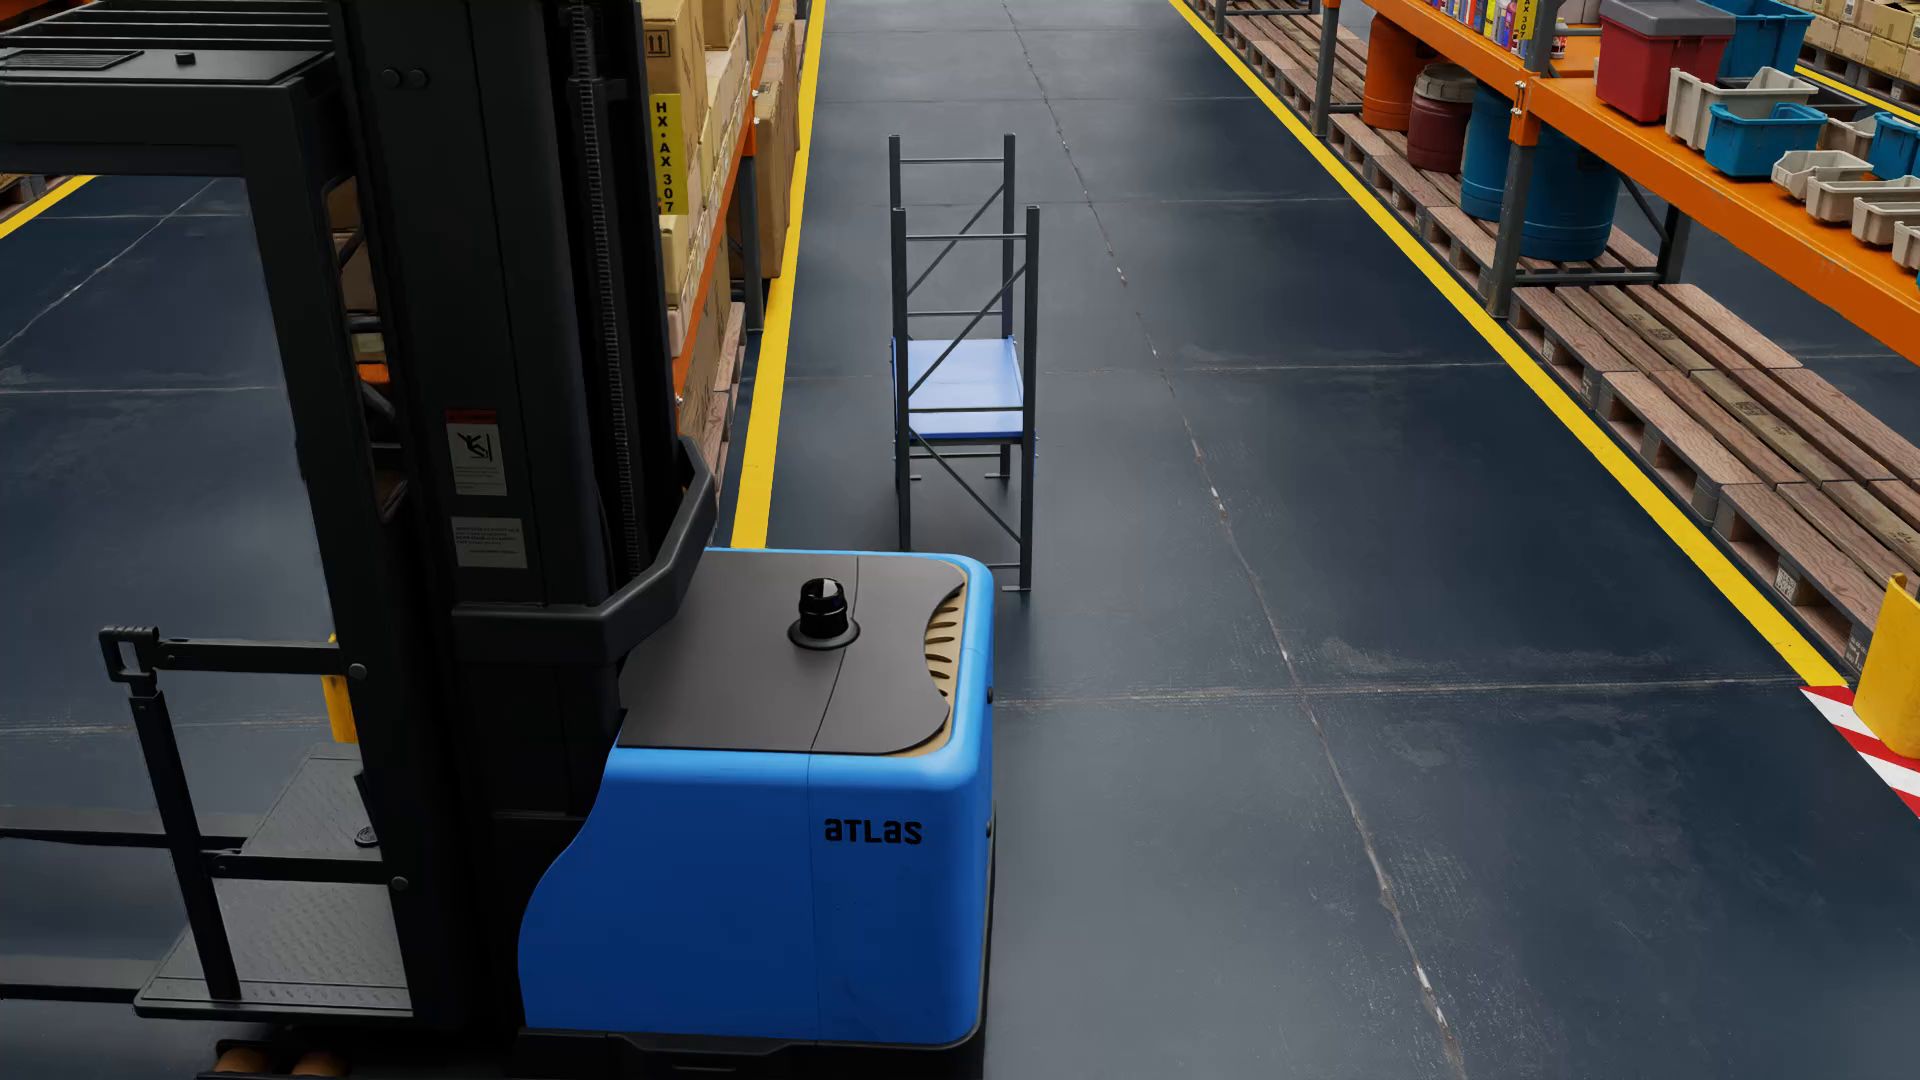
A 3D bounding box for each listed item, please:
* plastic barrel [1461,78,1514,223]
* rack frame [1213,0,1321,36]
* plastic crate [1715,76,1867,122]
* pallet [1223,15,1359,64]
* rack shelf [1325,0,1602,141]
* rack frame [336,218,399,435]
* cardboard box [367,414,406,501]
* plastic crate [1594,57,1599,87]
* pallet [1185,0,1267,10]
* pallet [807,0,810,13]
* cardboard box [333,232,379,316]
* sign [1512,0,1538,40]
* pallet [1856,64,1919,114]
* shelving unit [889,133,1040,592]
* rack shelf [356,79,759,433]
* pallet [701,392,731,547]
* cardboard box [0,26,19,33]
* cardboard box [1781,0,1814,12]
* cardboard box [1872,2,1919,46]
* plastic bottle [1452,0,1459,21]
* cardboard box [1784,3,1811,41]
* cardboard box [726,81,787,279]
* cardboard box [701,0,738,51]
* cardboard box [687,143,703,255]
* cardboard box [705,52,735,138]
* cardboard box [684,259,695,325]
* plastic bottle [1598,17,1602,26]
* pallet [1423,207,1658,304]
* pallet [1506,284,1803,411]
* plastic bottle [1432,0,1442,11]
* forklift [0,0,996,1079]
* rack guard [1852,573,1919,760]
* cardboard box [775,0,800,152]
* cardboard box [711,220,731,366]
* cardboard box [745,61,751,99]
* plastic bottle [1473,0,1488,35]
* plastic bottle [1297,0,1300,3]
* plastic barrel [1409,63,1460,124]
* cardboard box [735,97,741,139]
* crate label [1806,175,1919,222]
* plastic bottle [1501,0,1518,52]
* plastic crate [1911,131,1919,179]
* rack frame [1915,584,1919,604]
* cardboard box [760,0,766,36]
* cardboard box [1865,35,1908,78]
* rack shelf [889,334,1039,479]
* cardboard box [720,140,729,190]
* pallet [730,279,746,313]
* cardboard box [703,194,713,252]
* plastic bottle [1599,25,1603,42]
[{"bbox_3d":[3.346,-2.403,9.929,0.600,0.901,0.708,-1,28,-3],"label":"plastic barrel"},{"bbox_3d":[2.977,-6.263,15.515,1.000,3.000,0.127,-1,28,-3],"label":"rack frame"},{"bbox_3d":[3.721,-1.963,7.503,0.437,0.125,0.590,-1,28,-3],"label":"plastic crate"},{"bbox_3d":[3.057,-4.665,15.466,1.003,0.211,1.213,-1,28,-3],"label":"pallet"},{"bbox_3d":[3.290,-3.173,10.369,1.077,0.370,4.000,-1,28,-3],"label":"rack shelf"},{"bbox_3d":[-1.343,-0.602,4.660,1.000,3.000,0.127,-1,28,-3],"label":"rack frame"},{"bbox_3d":[-1.456,-0.140,5.618,0.875,0.875,0.875,-1,28,-3],"label":"cardboard box"},{"bbox_3d":[3.276,-2.260,8.060,0.396,0.136,0.243,-1,28,-3],"label":"plastic crate"},{"bbox_3d":[2.917,-5.903,17.839,1.003,0.211,1.213,-1,28,-3],"label":"pallet"},{"bbox_3d":[-2.106,-5.781,17.606,1.003,0.211,1.213,-1,28,-3],"label":"pallet"},{"bbox_3d":[-1.633,-0.885,5.043,0.500,0.250,0.500,-2,28,-3],"label":"cardboard box"},{"bbox_3d":[2.845,-2.679,8.344,0.100,0.325,0.005,-1,28,-3],"label":"sign"},{"bbox_3d":[8.128,-3.679,13.575,1.003,0.211,1.213,-1,28,-3],"label":"pallet"},{"bbox_3d":[-0.004,-0.704,6.479,0.538,1.500,1.048,-1,28,-3],"label":"shelving unit"},{"bbox_3d":[-1.447,-1.207,6.598,1.077,0.370,4.000,-1,28,-3],"label":"rack shelf"},{"bbox_3d":[-1.523,-0.295,7.087,1.003,0.211,1.213,-1,28,-3],"label":"pallet"},{"bbox_3d":[-6.421,-3.324,11.318,0.500,0.250,0.500,-2,28,-4],"label":"cardboard box"},{"bbox_3d":[7.746,-4.930,14.871,0.500,0.311,0.500,-2,28,-4],"label":"cardboard box"},{"bbox_3d":[7.826,-4.225,13.521,0.500,0.311,0.500,-2,28,-3],"label":"cardboard box"},{"bbox_3d":[2.965,-3.172,9.802,0.097,0.201,0.097,0,28,0],"label":"plastic bottle"},{"bbox_3d":[7.752,-4.681,15.000,0.500,0.250,0.500,-2,28,-4],"label":"cardboard box"},{"bbox_3d":[-1.605,-1.988,9.162,1.225,0.875,0.875,-1,28,-2],"label":"cardboard box"},{"bbox_3d":[-1.239,-2.410,7.156,0.500,0.500,0.500,-1,28,-2],"label":"cardboard box"},{"bbox_3d":[-1.132,-1.135,5.524,0.500,0.250,0.500,-2,28,-3],"label":"cardboard box"},{"bbox_3d":[-1.210,-1.842,6.879,0.500,0.250,0.500,-1,28,-2],"label":"cardboard box"},{"bbox_3d":[-1.047,-0.781,5.275,0.380,0.149,0.250,-2,28,-3],"label":"cardboard box"},{"bbox_3d":[3.755,-3.107,9.589,0.061,0.283,0.133,-1,28,-3],"label":"plastic bottle"},{"bbox_3d":[3.396,-1.690,9.761,1.003,0.211,1.213,-1,28,-3],"label":"pallet"},{"bbox_3d":[3.472,-0.994,8.427,1.003,0.211,1.213,-1,28,-3],"label":"pallet"},{"bbox_3d":[2.929,-3.368,10.090,0.061,0.283,0.133,-1,28,-3],"label":"plastic bottle"},{"bbox_3d":[-1.436,-0.131,3.831,3.031,2.935,1.130,2,28,3],"label":"forklift"},{"bbox_3d":[3.618,0.398,5.447,1.175,0.500,0.348,-1,28,-3],"label":"rack guard"},{"bbox_3d":[-1.745,-3.221,11.526,1.225,0.875,0.875,-3,28,-5],"label":"cardboard box"},{"bbox_3d":[-1.597,-1.387,8.008,0.875,0.875,0.875,-1,28,-3],"label":"cardboard box"},{"bbox_3d":[-1.209,-2.205,8.005,0.380,0.149,0.250,-1,28,-2],"label":"cardboard box"},{"bbox_3d":[3.010,-3.049,9.405,0.144,0.351,0.185,-1,28,-3],"label":"plastic bottle"},{"bbox_3d":[3.393,-5.422,16.453,0.097,0.201,0.097,0,28,0],"label":"plastic bottle"},{"bbox_3d":[3.347,-3.015,11.523,0.421,0.512,0.421,0,28,0],"label":"plastic barrel"},{"bbox_3d":[-1.168,-1.849,7.322,0.380,0.149,0.250,-1,28,-2],"label":"cardboard box"},{"bbox_3d":[3.340,-1.266,6.153,0.396,0.136,0.243,-1,28,-3],"label":"crate label"},{"bbox_3d":[2.993,-2.797,8.995,0.061,0.283,0.133,-1,28,-3],"label":"plastic bottle"},{"bbox_3d":[3.851,-1.404,6.314,0.416,0.233,0.300,-1,28,-3],"label":"plastic crate"},{"bbox_3d":[3.603,-0.721,4.890,1.000,3.000,0.127,-1,28,-3],"label":"rack frame"},{"bbox_3d":[-1.379,-3.175,9.486,0.500,0.500,0.500,-2,28,-4],"label":"cardboard box"},{"bbox_3d":[7.831,-3.976,13.649,0.500,0.250,0.500,-2,28,-3],"label":"cardboard box"},{"bbox_3d":[-0.004,-0.545,6.562,0.538,0.185,1.000,-1,28,-3],"label":"rack shelf"},{"bbox_3d":[-1.129,-1.494,6.642,0.380,0.149,0.250,-1,28,-2],"label":"cardboard box"},{"bbox_3d":[-1.667,-1.567,9.527,1.003,0.211,1.213,-1,28,-3],"label":"pallet"},{"bbox_3d":[-1.087,-1.137,5.958,0.380,0.149,0.250,-2,28,-4],"label":"cardboard box"},{"bbox_3d":[3.608,-2.861,9.207,0.097,0.201,0.097,0,28,0],"label":"plastic bottle"}]
